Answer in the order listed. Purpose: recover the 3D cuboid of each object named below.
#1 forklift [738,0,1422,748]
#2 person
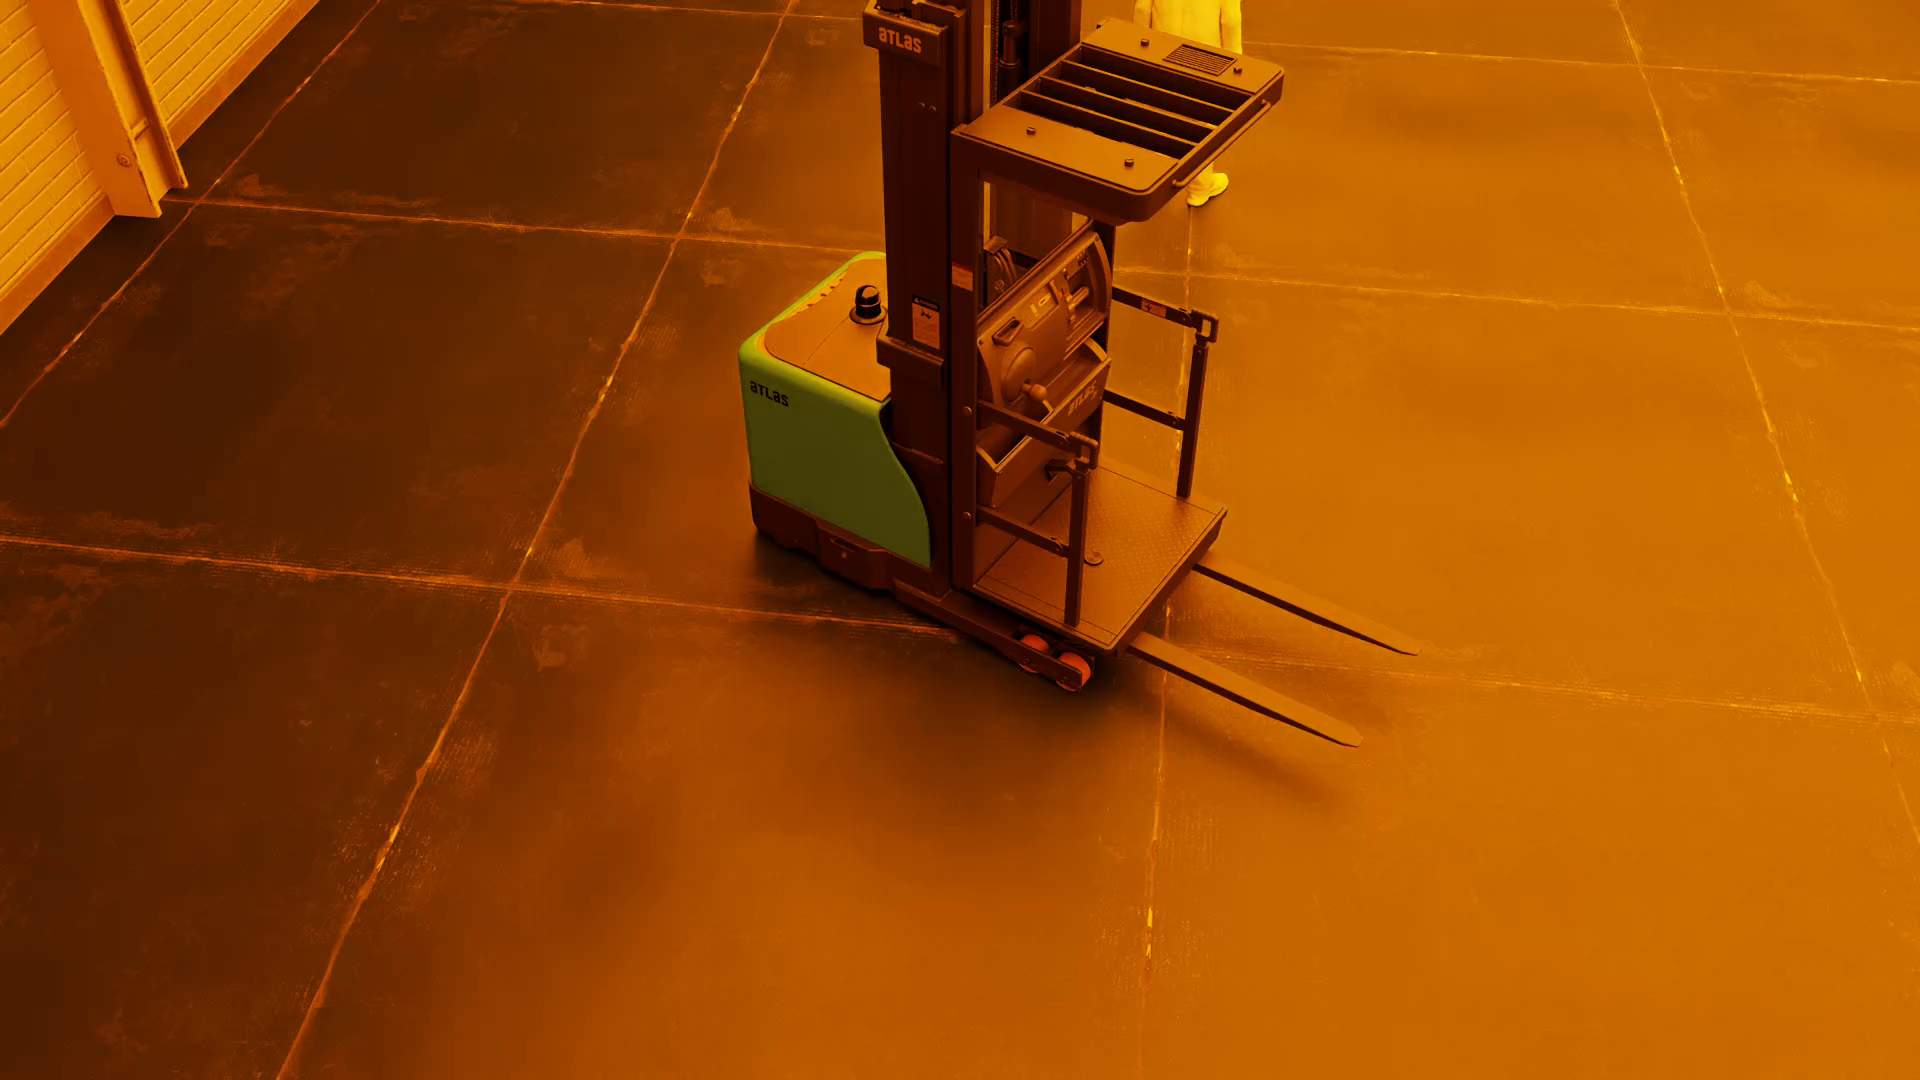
[{"bbox_3d":[0.523,-0.843,6.641,3.031,2.935,1.130,24,48,24],"label":"forklift"},{"bbox_3d":[1.311,-2.818,9.647,0.655,1.775,0.427,15,45,16],"label":"person"}]
